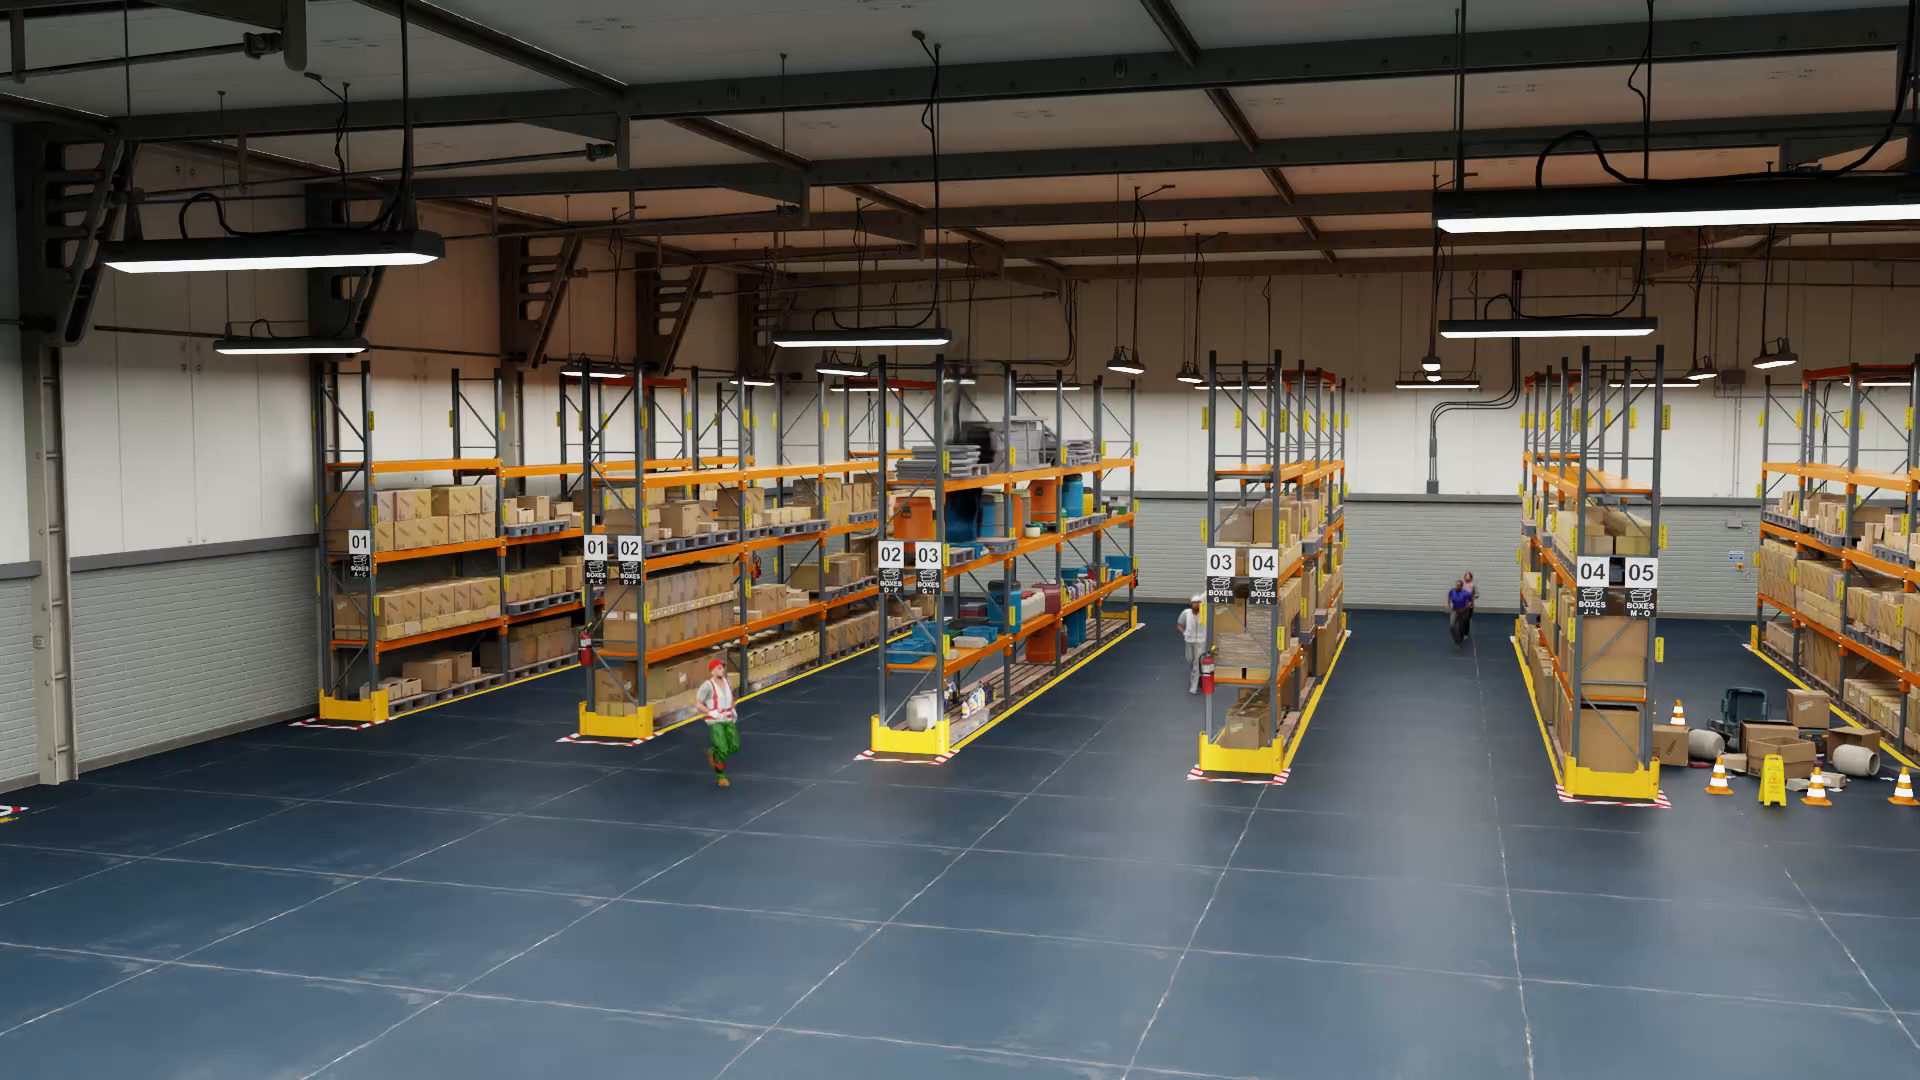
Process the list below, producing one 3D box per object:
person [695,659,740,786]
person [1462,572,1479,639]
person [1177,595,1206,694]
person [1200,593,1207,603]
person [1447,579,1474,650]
[{"bbox_3d":[-3.349,2.501,22.933,0.602,1.737,0.704,3,5,39],"label":"person"},{"bbox_3d":[11.474,1.522,37.650,0.530,1.608,0.628,2,4,23],"label":"person"},{"bbox_3d":[4.375,1.904,30.963,0.687,1.772,1.027,1,4,8],"label":"person"},{"bbox_3d":[5.155,1.705,33.831,0.734,1.774,1.075,1,4,12],"label":"person"},{"bbox_3d":[11.078,1.638,36.718,0.594,1.600,0.895,3,5,32],"label":"person"}]
